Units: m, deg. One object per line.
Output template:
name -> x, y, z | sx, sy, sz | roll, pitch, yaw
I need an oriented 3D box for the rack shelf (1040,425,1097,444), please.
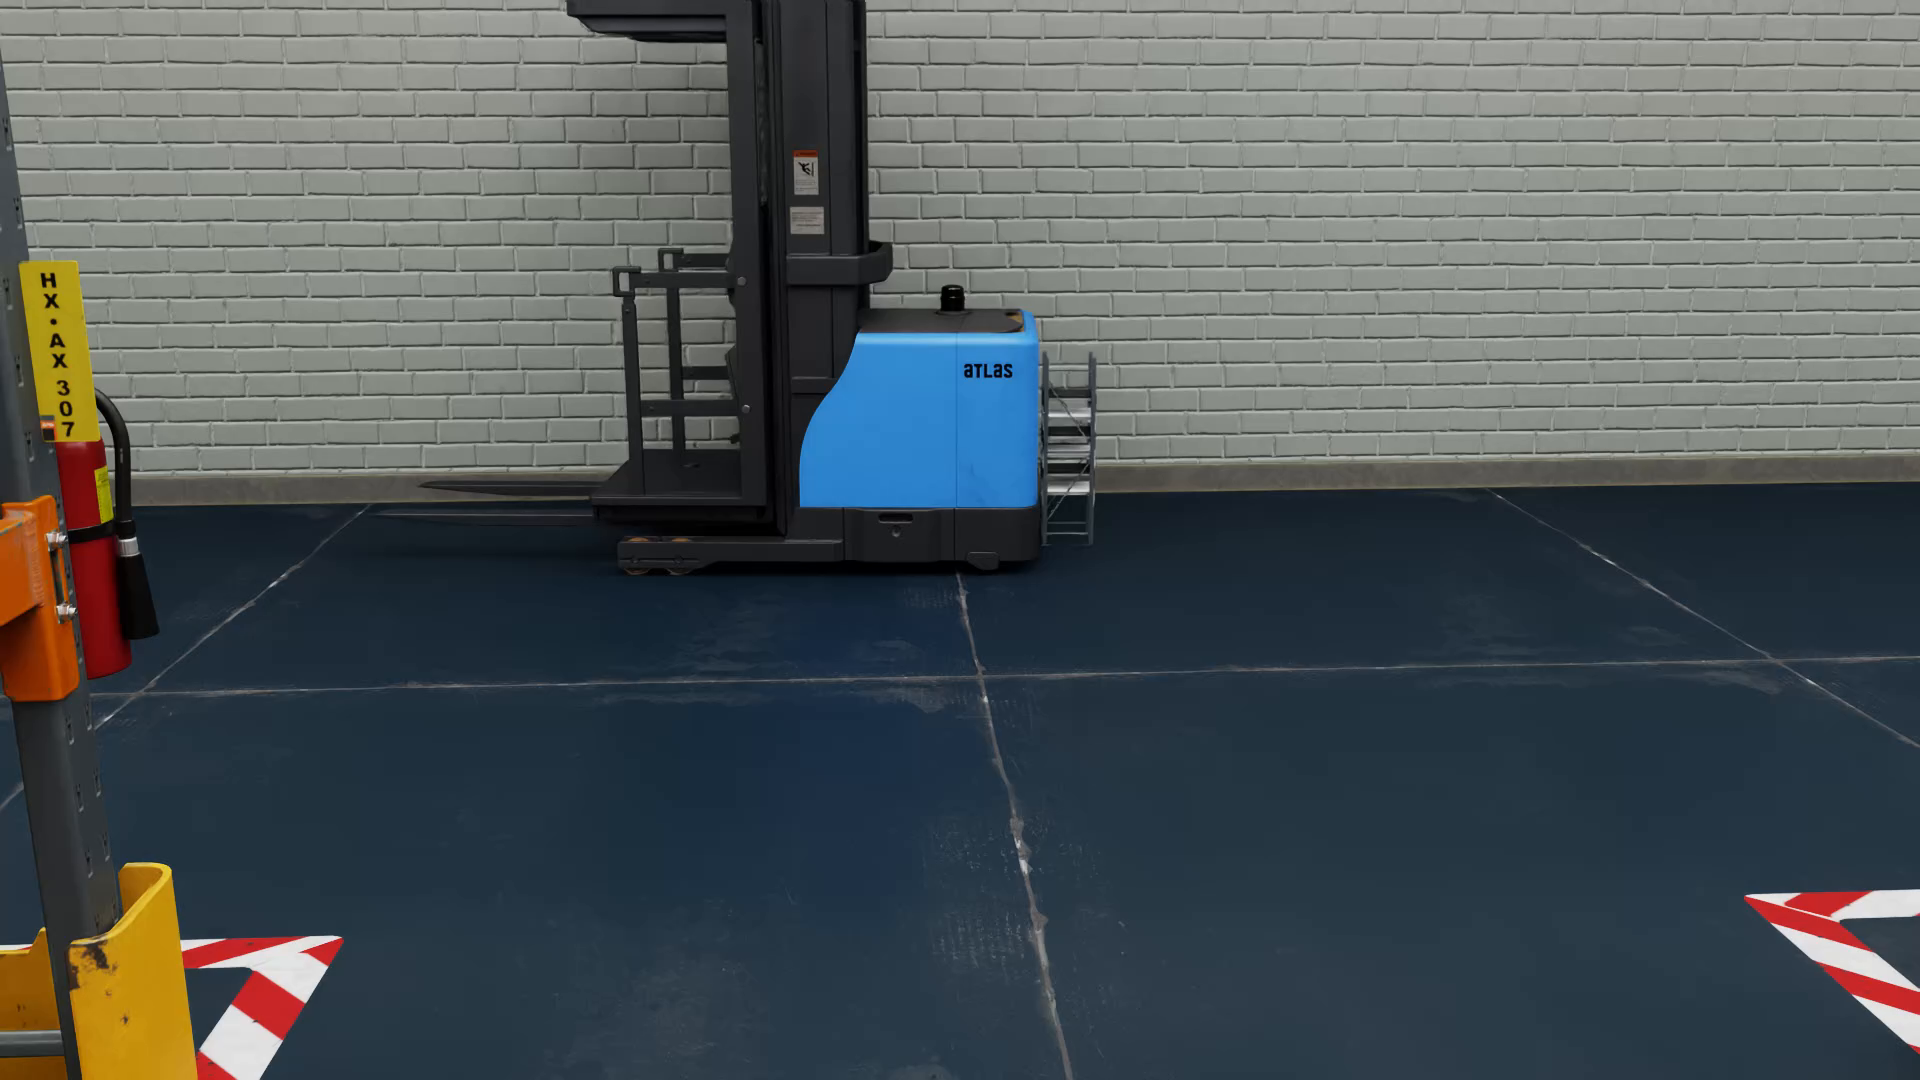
rack shelf -> 0.512, -0.490, 7.896 | 0.258, 0.077, 0.200 | 0, 14, 0

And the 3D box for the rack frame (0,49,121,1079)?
rack frame -> -2.163, -0.246, 2.962 | 0.949, 2.616, 0.053 | -1, 14, -3

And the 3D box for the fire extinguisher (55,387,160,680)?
fire extinguisher -> -1.722, -0.072, 3.191 | 0.296, 0.674, 0.183 | -1, 14, -3

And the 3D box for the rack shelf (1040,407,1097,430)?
rack shelf -> 0.512, -0.577, 7.874 | 0.258, 0.077, 0.200 | 0, 14, 0

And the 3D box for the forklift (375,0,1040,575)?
forklift -> -1.150, -1.393, 7.560 | 3.031, 2.935, 1.130 | 0, 14, 1

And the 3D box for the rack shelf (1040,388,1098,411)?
rack shelf -> 0.512, -0.664, 7.851 | 0.258, 0.077, 0.200 | 0, 14, 0

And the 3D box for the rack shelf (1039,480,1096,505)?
rack shelf -> 0.512, -0.228, 7.963 | 0.258, 0.077, 0.200 | 0, 14, 0

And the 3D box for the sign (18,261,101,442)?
sign -> -1.618, -0.337, 2.990 | 0.100, 0.325, 0.005 | -1, 14, -3

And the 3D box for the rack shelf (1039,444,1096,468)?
rack shelf -> 0.512, -0.402, 7.919 | 0.258, 0.077, 0.200 | 0, 14, 0

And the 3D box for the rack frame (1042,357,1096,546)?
rack frame -> 0.512, -0.409, 7.812 | 0.240, 0.900, 0.006 | 0, 14, 0

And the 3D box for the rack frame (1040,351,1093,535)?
rack frame -> 0.512, -0.460, 8.009 | 0.240, 0.900, 0.006 | 0, 14, 0

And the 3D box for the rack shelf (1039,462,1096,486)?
rack shelf -> 0.512, -0.315, 7.941 | 0.258, 0.077, 0.200 | 0, 14, 0

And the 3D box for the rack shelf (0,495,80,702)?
rack shelf -> -2.042, 0.600, 1.118 | 1.077, 0.370, 4.000 | -1, 14, -3

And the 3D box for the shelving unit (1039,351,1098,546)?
shelving unit -> 0.512, -0.435, 7.910 | 0.258, 0.900, 0.210 | 0, 14, 0

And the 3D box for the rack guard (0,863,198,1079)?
rack guard -> -2.181, 0.959, 3.296 | 1.175, 0.500, 0.348 | -1, 14, -3
